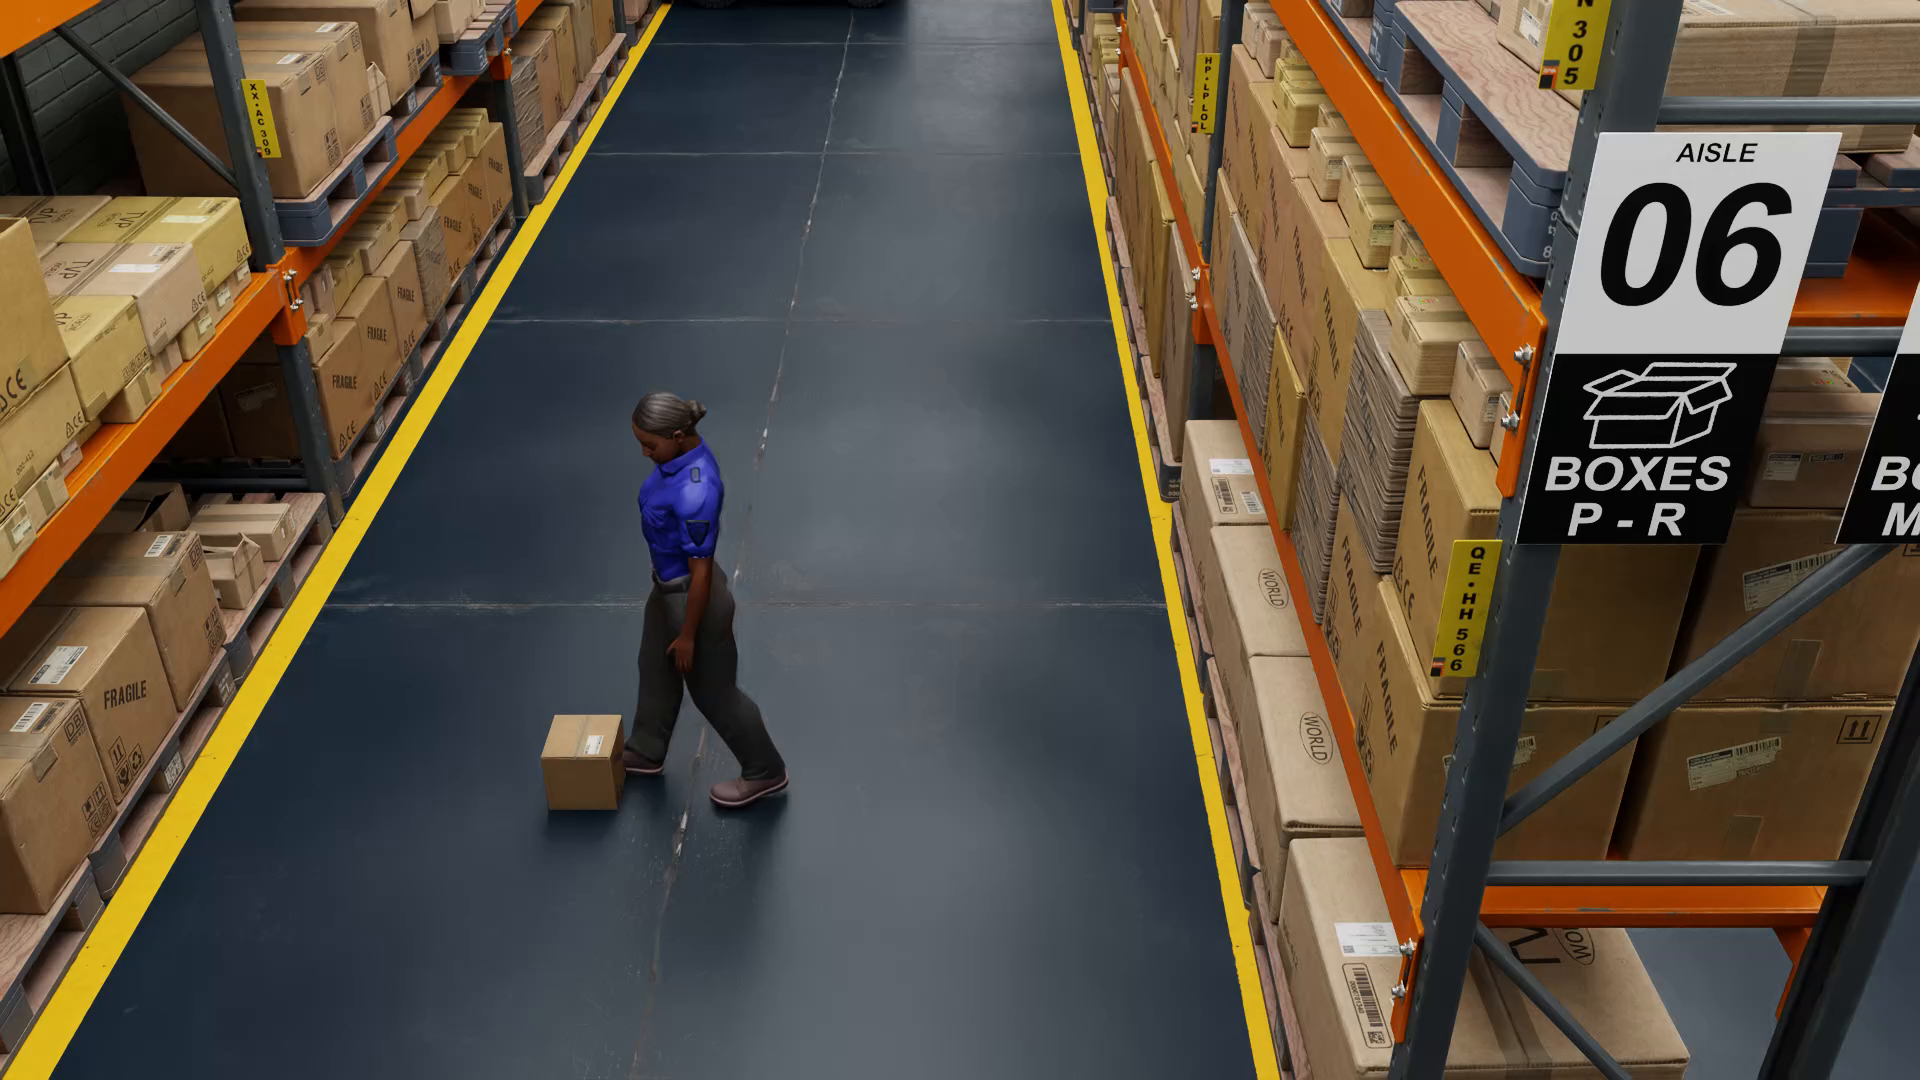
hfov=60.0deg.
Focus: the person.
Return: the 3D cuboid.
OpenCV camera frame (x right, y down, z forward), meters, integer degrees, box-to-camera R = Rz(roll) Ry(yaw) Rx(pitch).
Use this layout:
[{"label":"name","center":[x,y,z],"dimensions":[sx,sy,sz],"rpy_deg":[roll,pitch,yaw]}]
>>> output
[{"label":"person","center":[-1.010,0.230,5.762],"dimensions":[0.730,1.619,0.490],"rpy_deg":[-7,32,-10]}]
